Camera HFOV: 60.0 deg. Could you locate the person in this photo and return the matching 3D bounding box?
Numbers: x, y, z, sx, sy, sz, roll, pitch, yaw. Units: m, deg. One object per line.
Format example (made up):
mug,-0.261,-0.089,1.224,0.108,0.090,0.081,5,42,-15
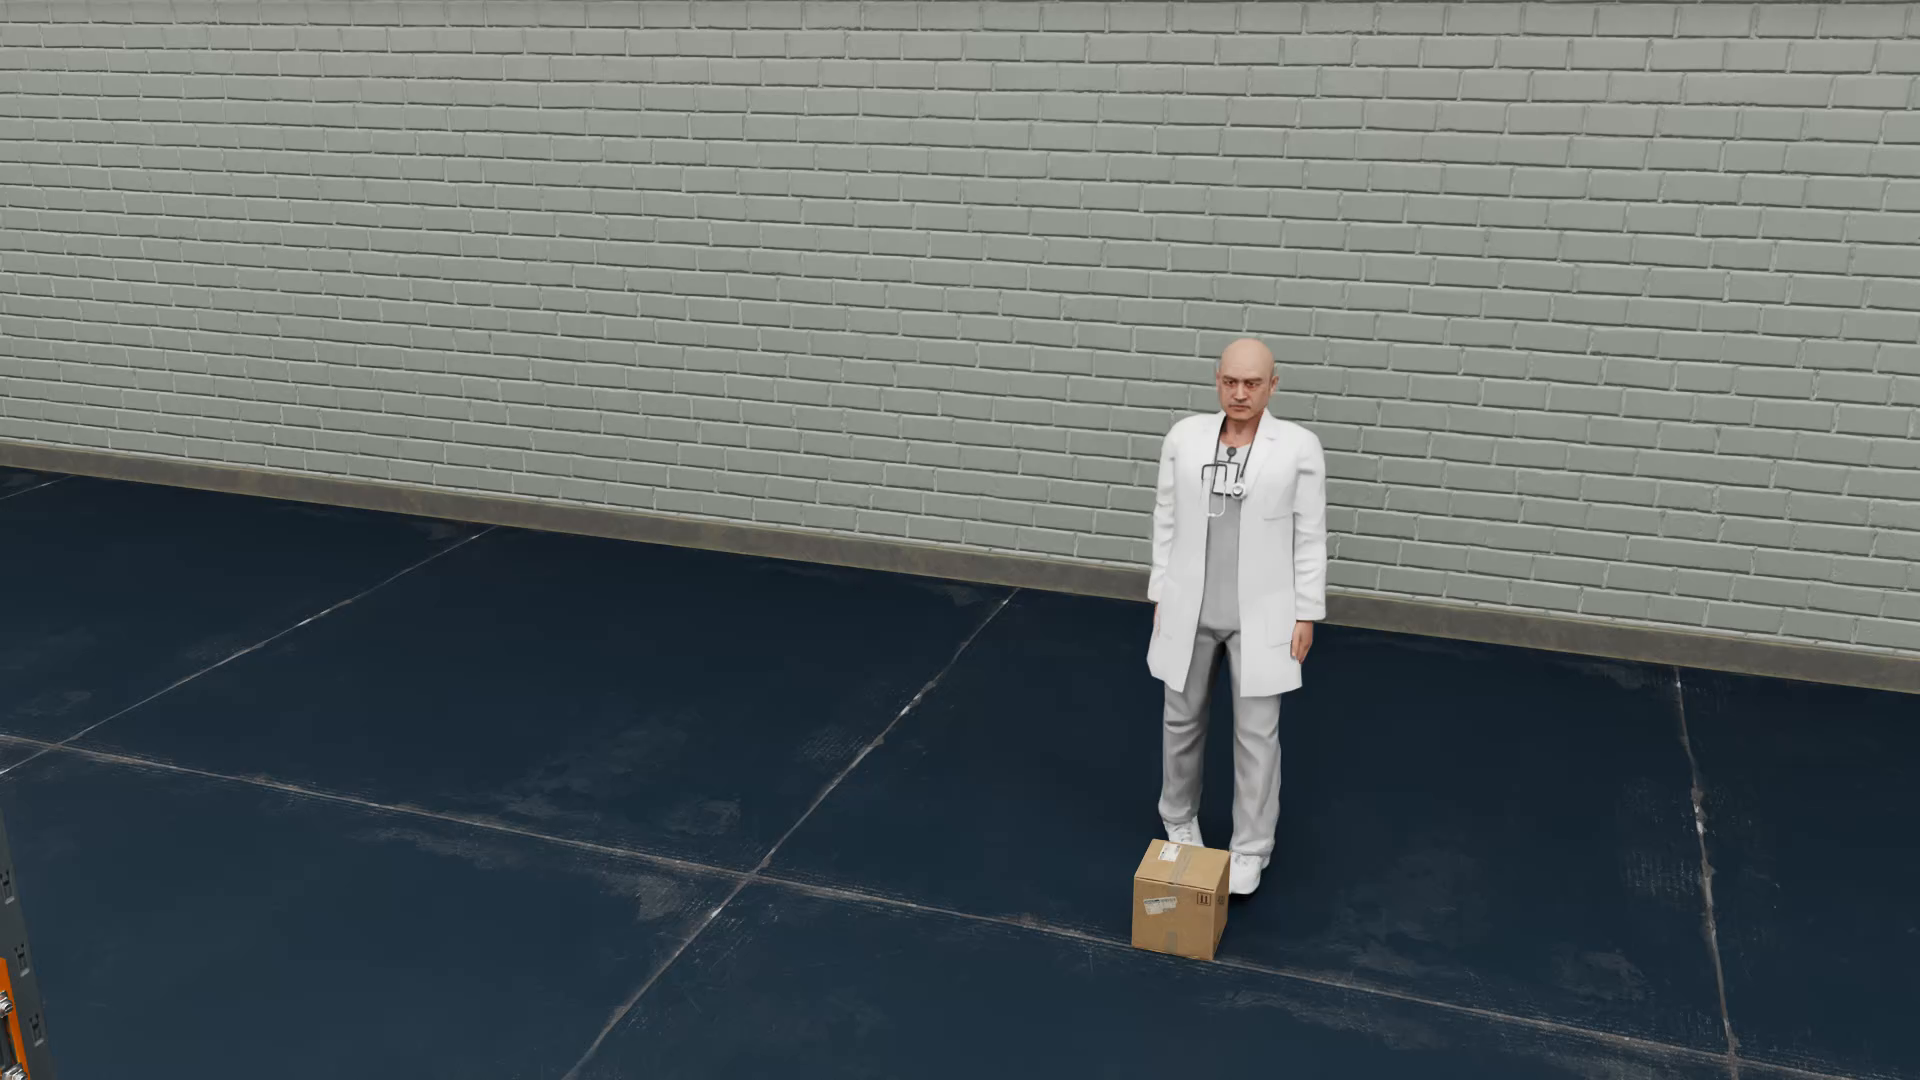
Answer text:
person,0.872,0.256,5.347,0.585,1.804,0.517,7,20,20
